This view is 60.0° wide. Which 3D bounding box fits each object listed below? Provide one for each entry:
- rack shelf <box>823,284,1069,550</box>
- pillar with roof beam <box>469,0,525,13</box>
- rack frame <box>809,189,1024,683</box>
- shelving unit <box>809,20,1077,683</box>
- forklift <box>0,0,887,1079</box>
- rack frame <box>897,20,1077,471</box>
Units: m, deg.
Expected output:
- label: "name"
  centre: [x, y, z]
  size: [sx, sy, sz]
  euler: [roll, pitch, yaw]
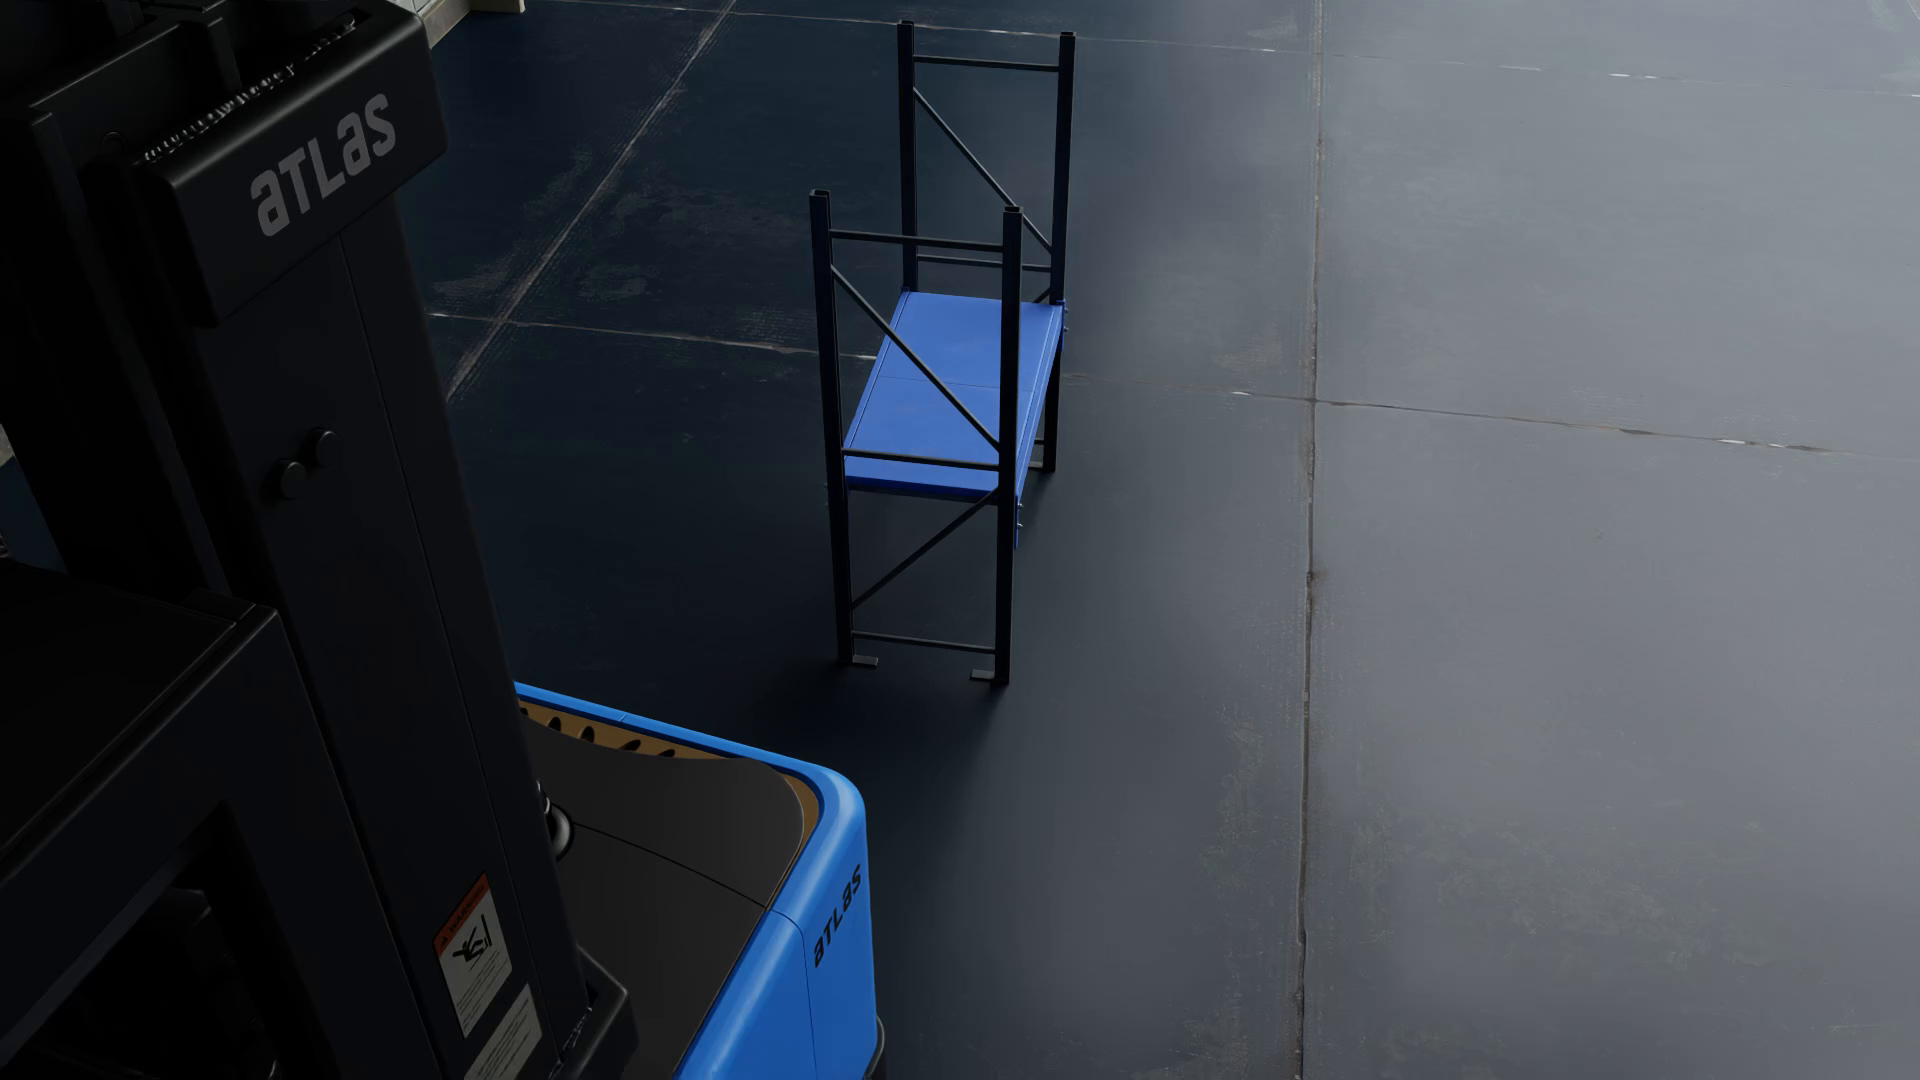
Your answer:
- label: "rack shelf"
  centre: [-0.015, -0.386, 4.822]
  size: [0.538, 0.185, 1.000]
  euler: [6, 40, 8]
- label: "pillar with roof beam"
  centre: [1.877, -5.829, 5.239]
  size: [9.100, 9.000, 0.400]
  euler: [6, 40, 8]
- label: "rack frame"
  centre: [-0.103, -0.205, 4.321]
  size: [0.500, 1.500, 0.032]
  euler: [6, 40, 8]
- label: "shelving unit"
  centre: [-0.015, -0.524, 4.707]
  size: [0.538, 1.500, 1.048]
  euler: [6, 40, 8]
- label: "forklift"
  centre: [-1.138, 0.910, 1.849]
  size: [1.130, 2.935, 3.031]
  euler: [13, 41, 15]
- label: "rack frame"
  centre: [0.073, -0.844, 5.093]
  size: [0.500, 1.500, 0.032]
  euler: [6, 40, 8]
